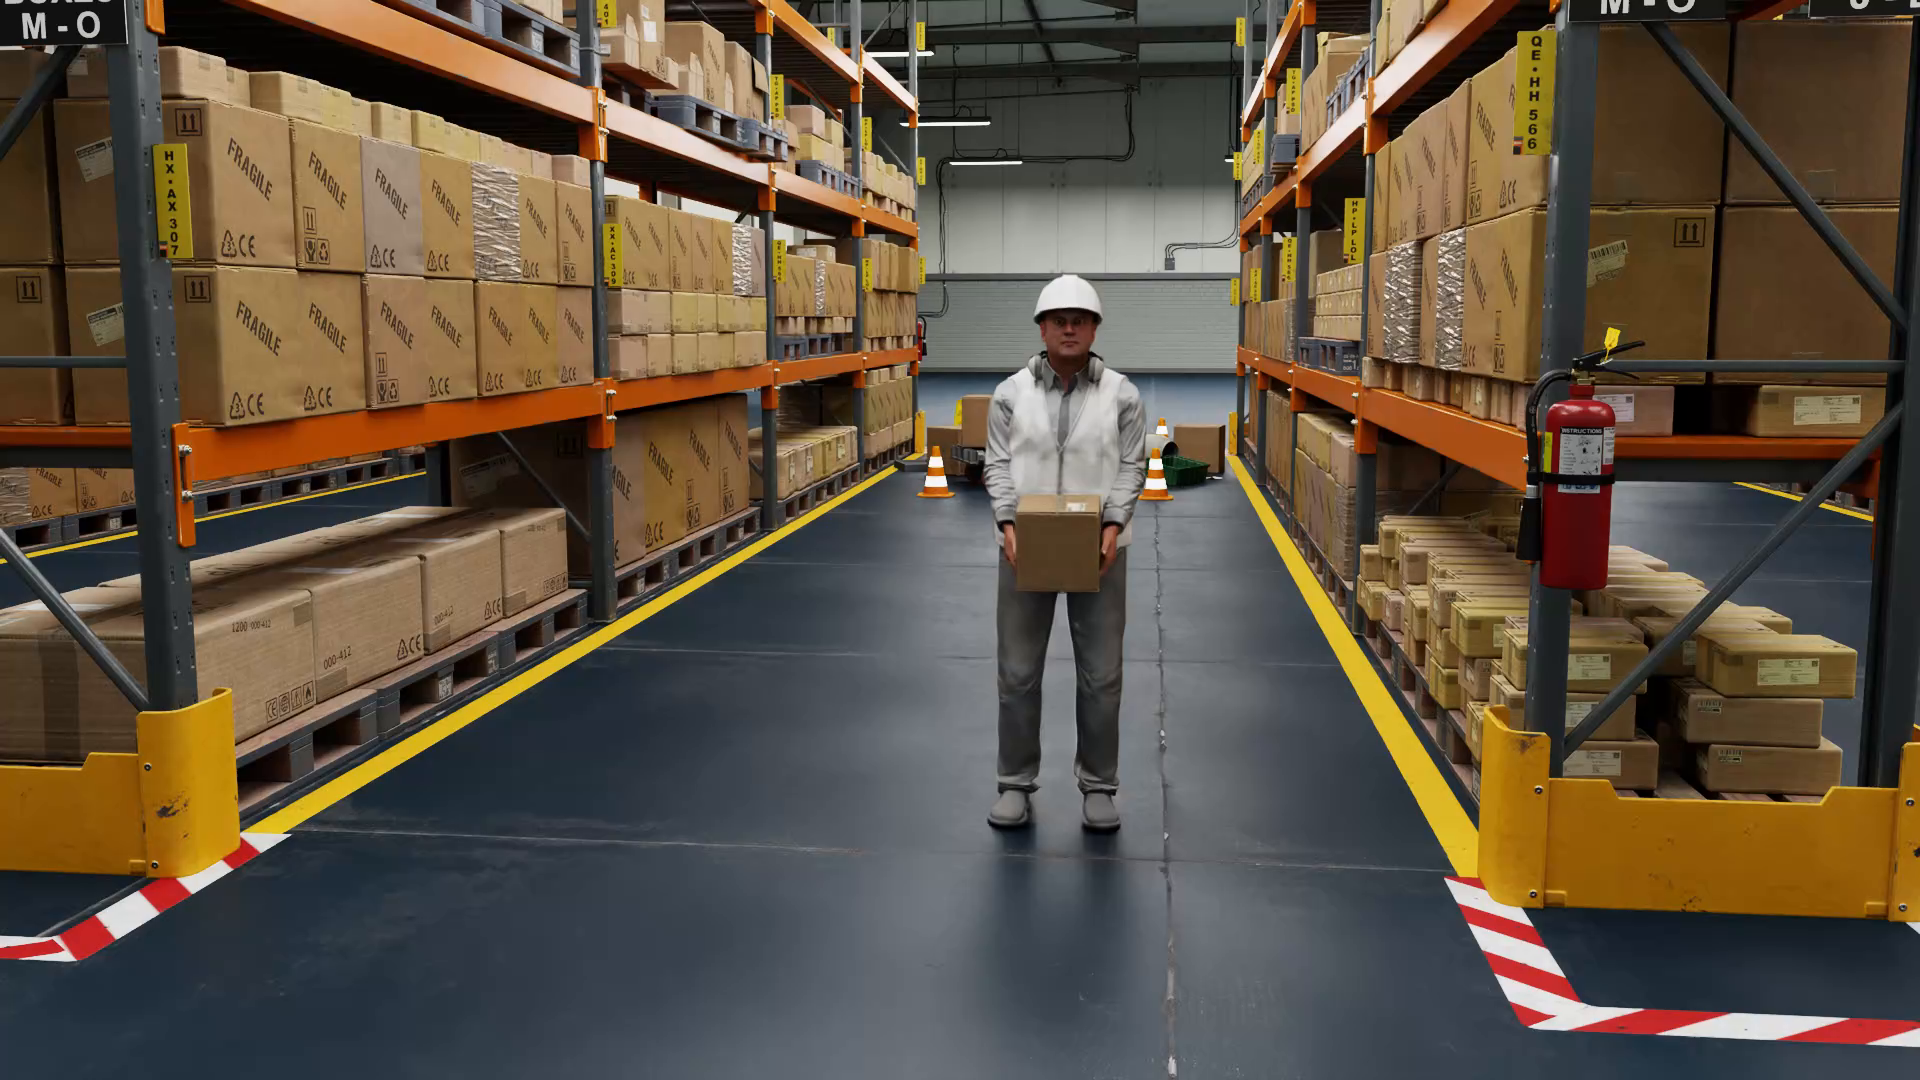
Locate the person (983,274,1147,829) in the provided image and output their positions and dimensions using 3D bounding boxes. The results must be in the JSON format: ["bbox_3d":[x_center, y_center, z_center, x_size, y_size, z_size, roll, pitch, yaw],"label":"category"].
[{"bbox_3d":[0.328,0.044,5.334,0.519,1.778,0.529,1,8,6],"label":"person"}]
